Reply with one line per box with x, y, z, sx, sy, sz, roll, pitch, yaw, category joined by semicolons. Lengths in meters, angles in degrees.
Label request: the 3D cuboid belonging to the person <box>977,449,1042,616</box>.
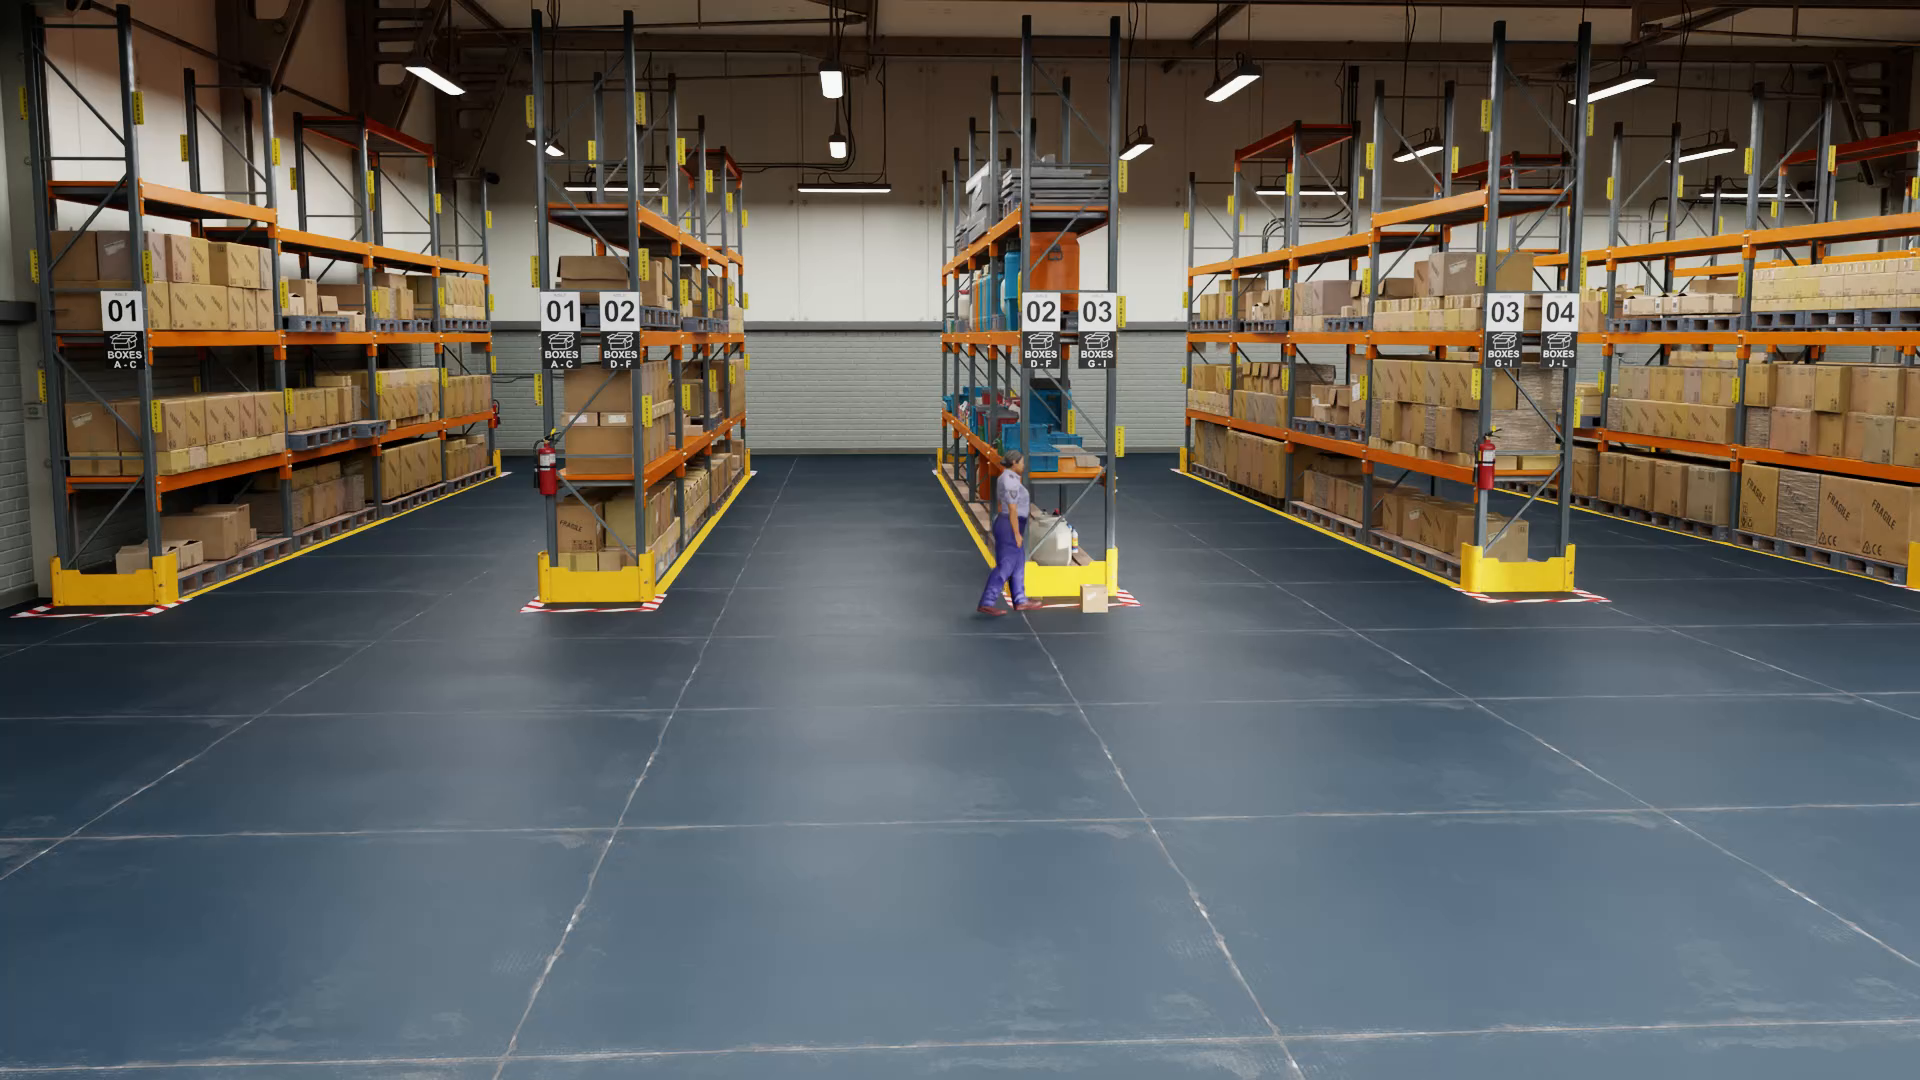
0.500;-0.078;16.448;0.712;1.639;0.529;-1;7;-7;person
